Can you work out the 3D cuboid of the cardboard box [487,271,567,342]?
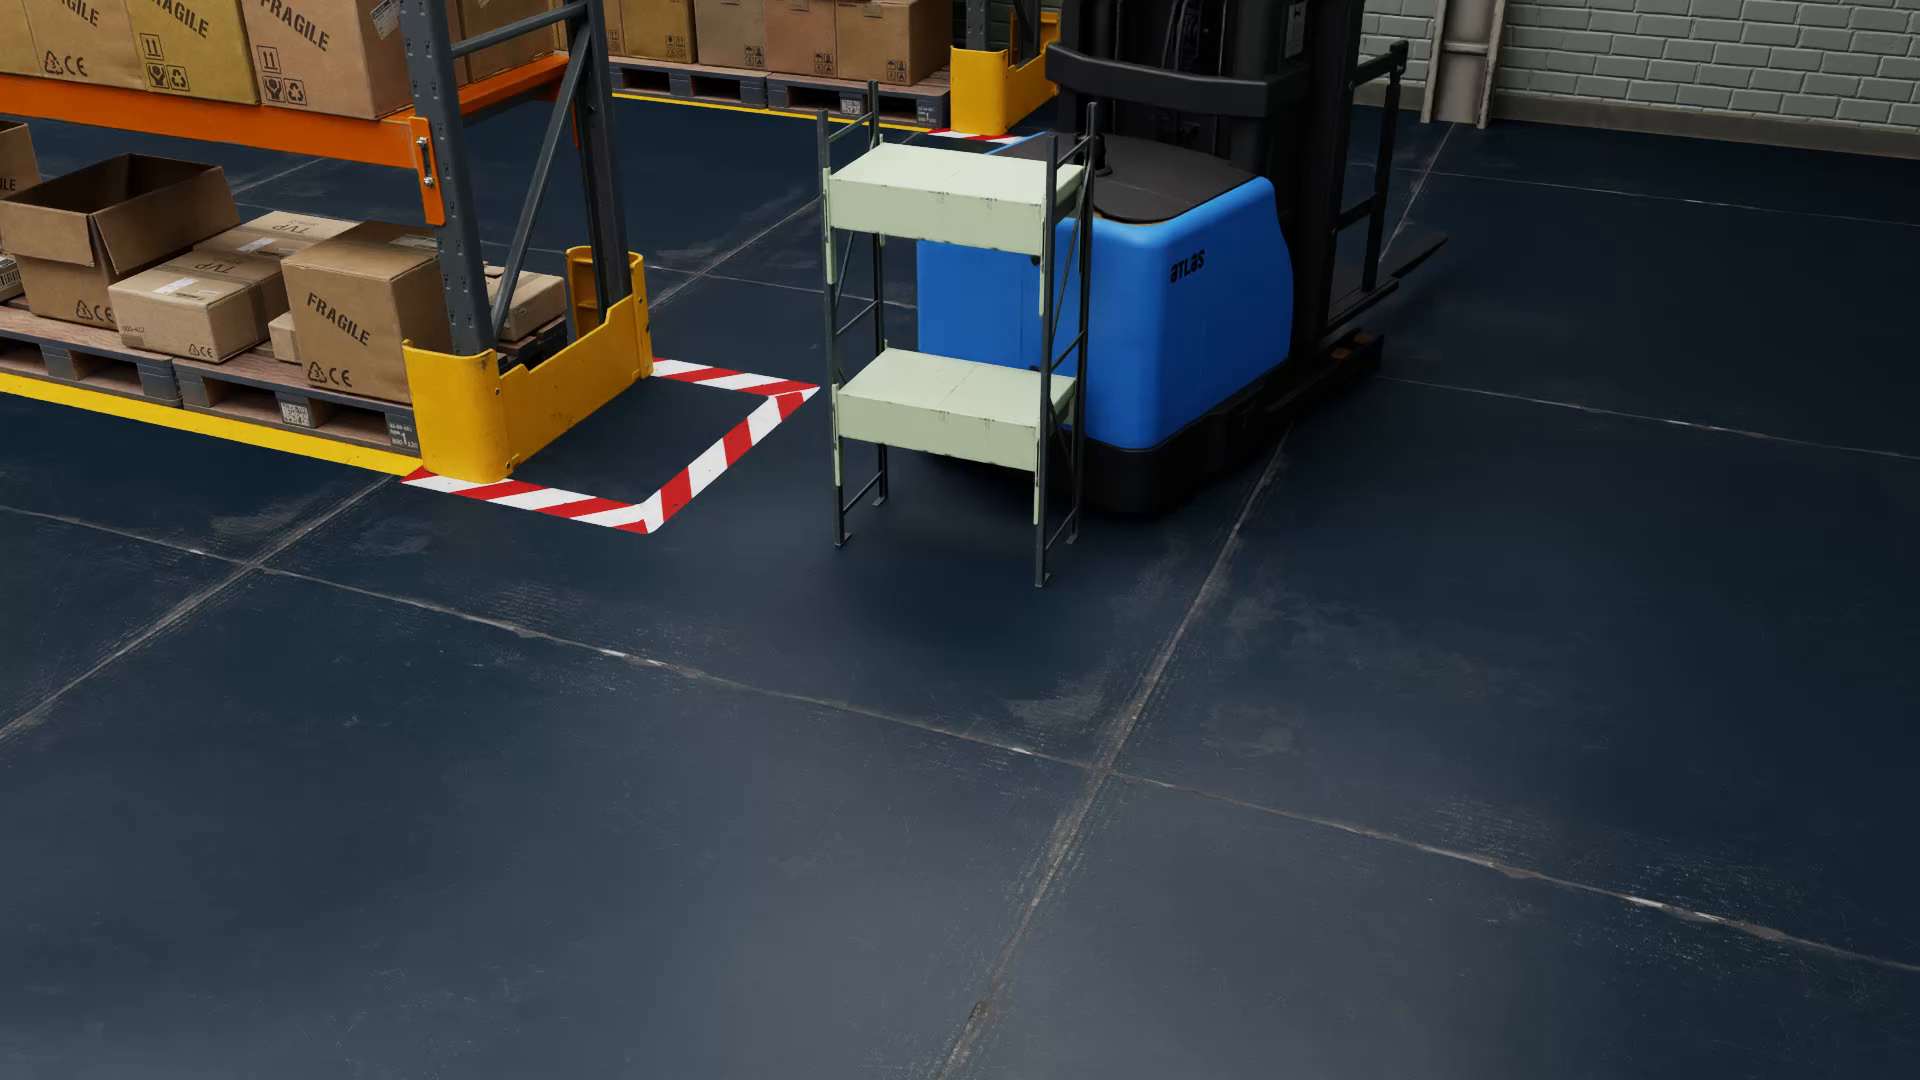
[{"bbox_3d":[-1.839,-0.971,6.869,0.250,0.149,0.380,11,31,19],"label":"cardboard box"}]

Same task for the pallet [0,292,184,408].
[{"bbox_3d":[-3.516,-0.960,7.233,1.213,0.211,1.003,11,31,19],"label":"pallet"}]

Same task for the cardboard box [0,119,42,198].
[{"bbox_3d":[-4.652,-1.653,7.720,0.500,0.500,0.500,11,31,19],"label":"cardboard box"}]

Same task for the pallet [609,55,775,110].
[{"bbox_3d":[-1.618,-3.170,11.144,1.213,0.211,1.003,11,31,19],"label":"pallet"}]

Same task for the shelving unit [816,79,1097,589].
[{"bbox_3d":[-0.006,-0.654,5.383,0.755,1.500,0.431,11,31,19],"label":"shelving unit"}]

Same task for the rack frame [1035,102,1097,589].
[{"bbox_3d":[0.333,-0.586,5.263,0.023,1.500,0.400,11,31,19],"label":"rack frame"}]

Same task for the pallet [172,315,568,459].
[{"bbox_3d":[-2.390,-0.733,6.833,1.213,0.211,1.003,11,31,19],"label":"pallet"}]

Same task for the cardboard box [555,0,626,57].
[{"bbox_3d":[-2.309,-3.601,11.185,0.500,0.500,0.700,11,31,19],"label":"cardboard box"}]

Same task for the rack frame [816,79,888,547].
[{"bbox_3d":[-0.345,-0.722,5.503,0.023,1.500,0.400,11,31,19],"label":"rack frame"}]

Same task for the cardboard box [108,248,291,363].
[{"bbox_3d":[-3.045,-0.958,6.744,0.500,0.250,0.500,11,31,19],"label":"cardboard box"}]

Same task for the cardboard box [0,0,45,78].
[{"bbox_3d":[-3.507,-2.071,6.264,0.500,0.500,0.500,11,31,18],"label":"cardboard box"}]

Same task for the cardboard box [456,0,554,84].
[{"bbox_3d":[-1.892,-2.032,6.195,0.500,0.500,0.500,12,32,20],"label":"cardboard box"}]

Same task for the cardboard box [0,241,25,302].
[{"bbox_3d":[-4.174,-1.152,7.173,0.250,0.166,0.380,11,31,19],"label":"cardboard box"}]

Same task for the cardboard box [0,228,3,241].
[{"bbox_3d":[-3.957,-1.432,7.521,0.500,0.311,0.500,11,31,19],"label":"cardboard box"}]

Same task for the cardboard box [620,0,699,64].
[{"bbox_3d":[-1.834,-3.505,11.015,0.500,0.500,0.700,12,32,20],"label":"cardboard box"}]

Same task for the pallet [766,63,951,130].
[{"bbox_3d":[-0.491,-2.944,10.744,1.213,0.211,1.003,11,31,19],"label":"pallet"}]

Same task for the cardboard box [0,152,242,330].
[{"bbox_3d":[-3.544,-1.286,7.066,0.637,0.503,0.797,11,31,19],"label":"cardboard box"}]

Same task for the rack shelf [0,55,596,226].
[{"bbox_3d":[-3.433,-1.843,6.693,4.000,0.370,1.077,11,31,19],"label":"rack shelf"}]

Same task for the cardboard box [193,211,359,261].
[{"bbox_3d":[-2.904,-1.196,7.164,0.500,0.250,0.500,11,31,19],"label":"cardboard box"}]

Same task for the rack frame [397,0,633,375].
[{"bbox_3d":[-1.580,-1.786,5.862,0.127,3.000,1.000,11,31,19],"label":"rack frame"}]

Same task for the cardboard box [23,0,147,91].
[{"bbox_3d":[-3.040,-1.978,6.099,0.500,0.500,0.500,12,31,20],"label":"cardboard box"}]

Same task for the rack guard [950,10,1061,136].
[{"bbox_3d":[0.301,-2.953,10.466,0.348,0.500,1.175,11,31,19],"label":"rack guard"}]

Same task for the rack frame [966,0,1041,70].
[{"bbox_3d":[0.279,-4.045,9.859,0.127,3.000,1.000,11,31,19],"label":"rack frame"}]

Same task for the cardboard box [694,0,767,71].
[{"bbox_3d":[-1.337,-3.409,10.847,0.500,0.500,0.700,10,31,17],"label":"cardboard box"}]

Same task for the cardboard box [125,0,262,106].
[{"bbox_3d":[-2.579,-1.883,5.931,0.500,0.500,0.500,12,31,20],"label":"cardboard box"}]

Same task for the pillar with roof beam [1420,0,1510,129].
[{"bbox_3d":[1.488,-4.589,4.724,0.400,9.000,9.100,11,31,19],"label":"pillar with roof beam"}]

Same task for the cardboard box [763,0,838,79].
[{"bbox_3d":[-0.871,-3.317,10.683,0.500,0.500,0.700,11,31,19],"label":"cardboard box"}]

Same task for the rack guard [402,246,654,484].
[{"bbox_3d":[-1.650,-0.712,6.502,0.348,0.500,1.175,11,31,19],"label":"rack guard"}]

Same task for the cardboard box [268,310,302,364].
[{"bbox_3d":[-2.518,-0.848,6.635,0.250,0.166,0.380,11,31,19],"label":"cardboard box"}]

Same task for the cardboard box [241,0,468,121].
[{"bbox_3d":[-2.097,-1.788,5.764,0.500,0.500,0.500,12,32,21],"label":"cardboard box"}]

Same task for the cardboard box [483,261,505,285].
[{"bbox_3d":[-2.070,-1.025,6.947,0.250,0.166,0.380,11,31,19],"label":"cardboard box"}]

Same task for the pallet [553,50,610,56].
[{"bbox_3d":[-2.752,-3.395,11.542,1.213,0.211,1.003,11,31,19],"label":"pallet"}]

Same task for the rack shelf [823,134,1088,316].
[{"bbox_3d":[-0.006,-0.994,5.191,0.720,0.370,0.431,11,31,19],"label":"rack shelf"}]

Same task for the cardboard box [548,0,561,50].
[{"bbox_3d":[-2.773,-3.695,11.352,0.500,0.500,0.700,12,32,20],"label":"cardboard box"}]

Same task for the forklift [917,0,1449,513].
[{"bbox_3d":[1.124,-2.033,6.368,1.130,2.935,3.031,21,35,32],"label":"forklift"}]

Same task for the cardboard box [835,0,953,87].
[{"bbox_3d":[-0.407,-3.224,10.519,0.500,0.500,0.700,11,31,19],"label":"cardboard box"}]

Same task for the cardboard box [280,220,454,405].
[{"bbox_3d":[-2.176,-0.878,6.348,0.500,0.500,0.500,11,31,19],"label":"cardboard box"}]

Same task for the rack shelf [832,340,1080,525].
[{"bbox_3d":[-0.006,-0.370,5.544,0.720,0.370,0.431,11,31,19],"label":"rack shelf"}]
